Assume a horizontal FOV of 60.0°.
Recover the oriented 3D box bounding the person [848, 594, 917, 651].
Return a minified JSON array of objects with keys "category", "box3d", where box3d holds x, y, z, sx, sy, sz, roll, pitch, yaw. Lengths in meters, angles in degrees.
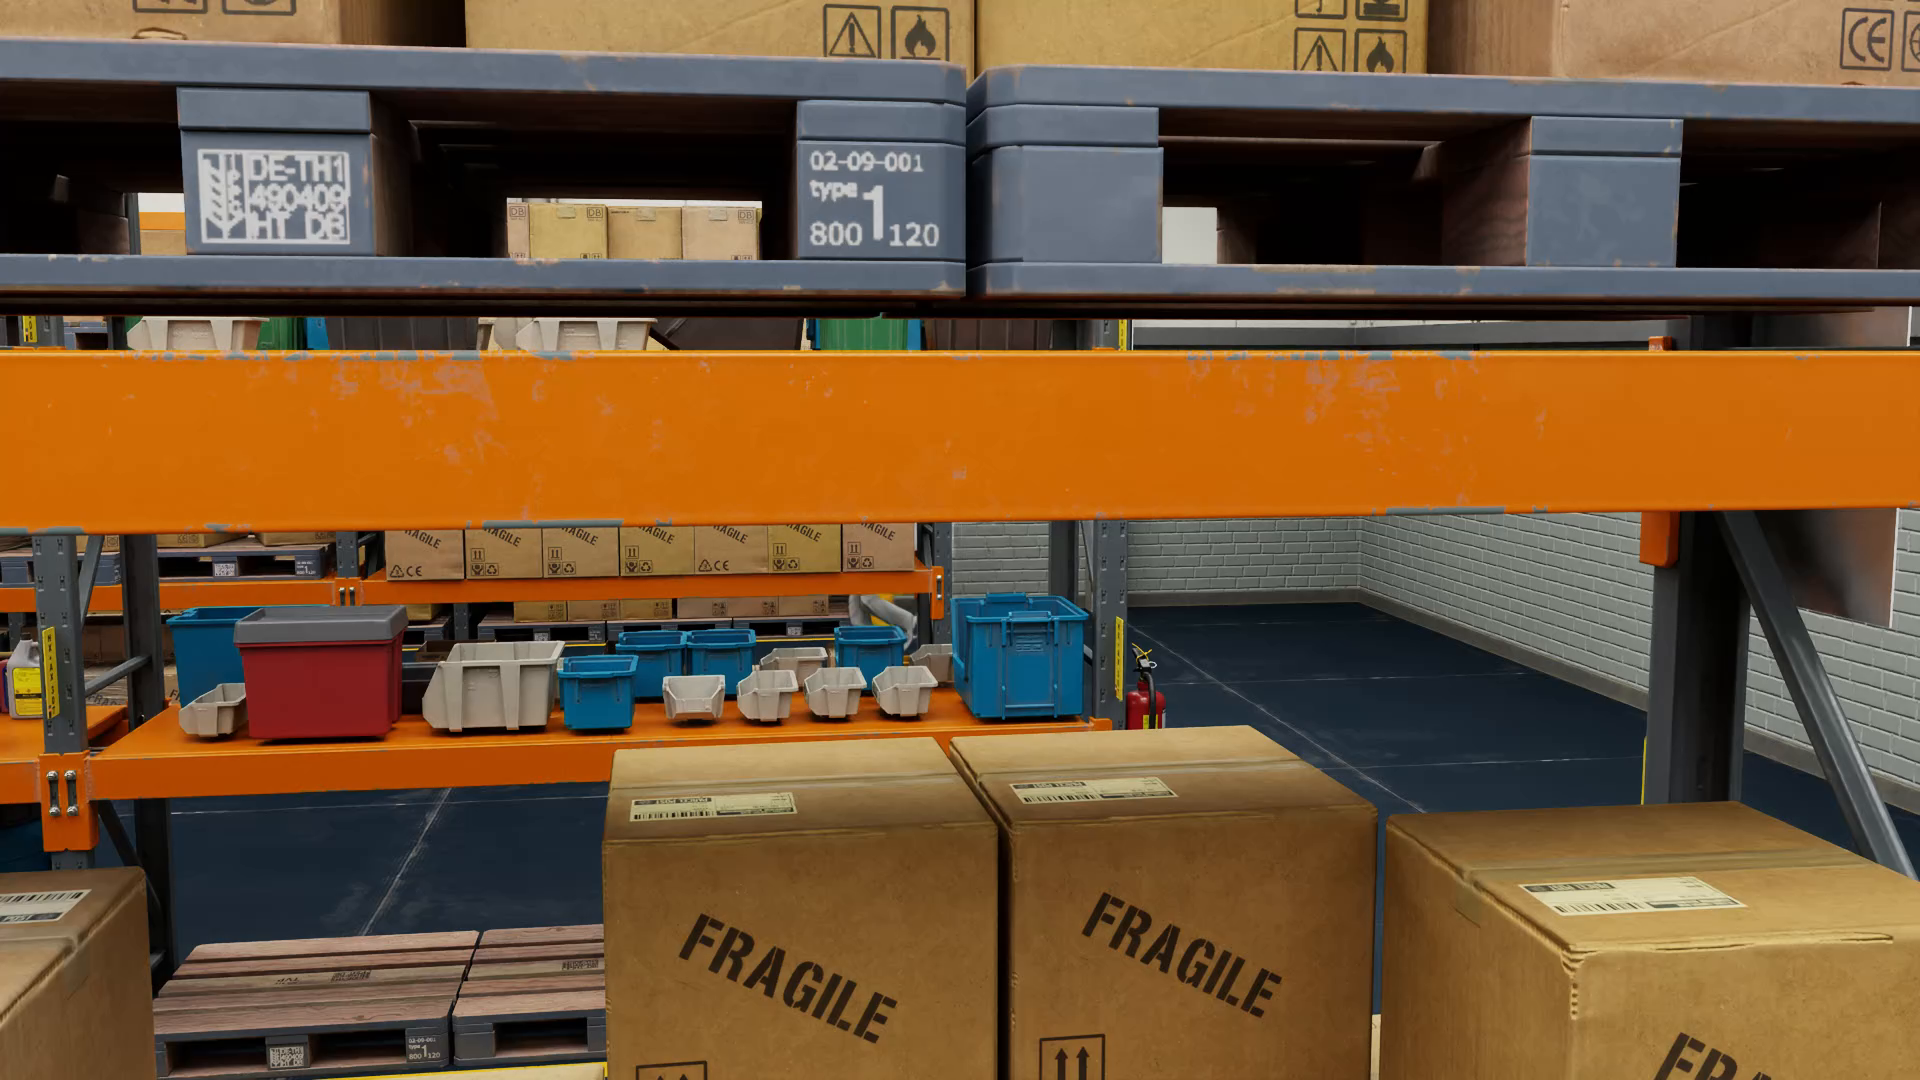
[{"category":"person","box3d":[-0.793,0.207,15.277,0.762,1.750,0.681,-3,7,-27]}]
